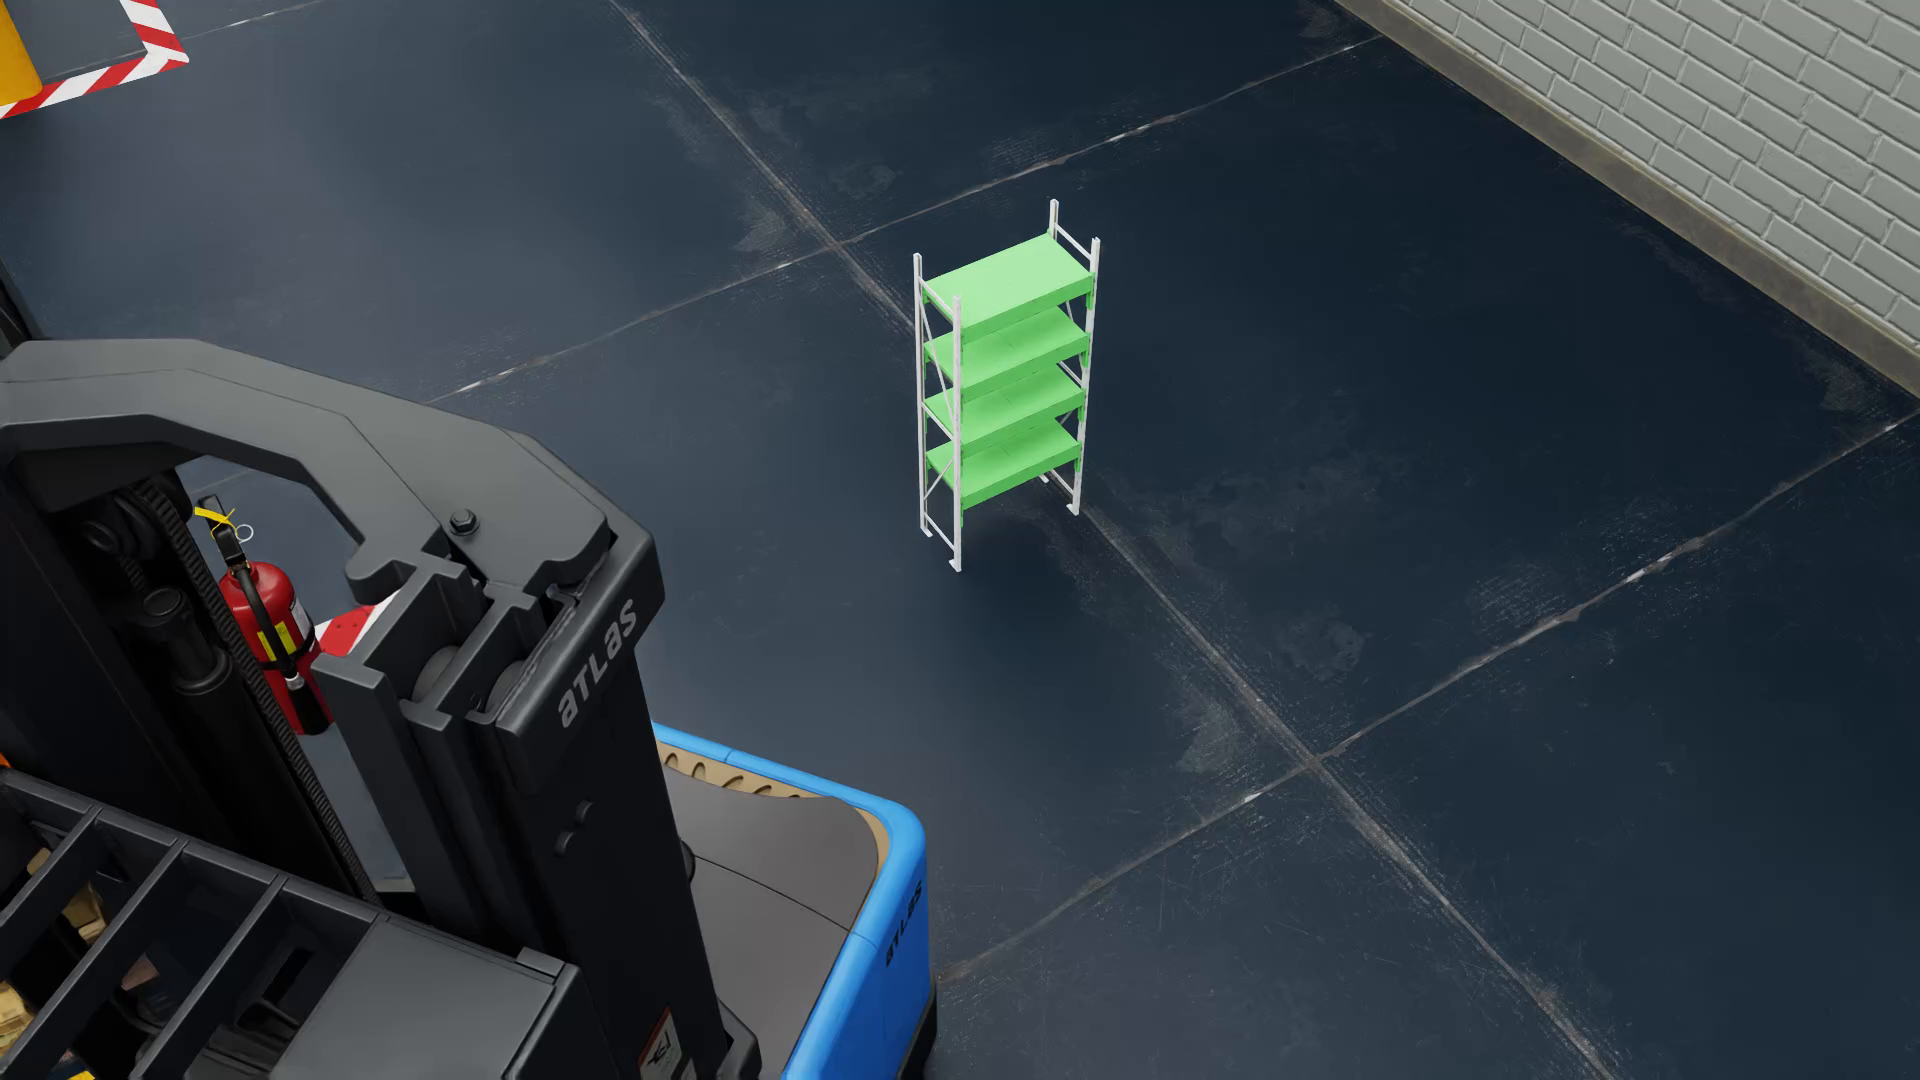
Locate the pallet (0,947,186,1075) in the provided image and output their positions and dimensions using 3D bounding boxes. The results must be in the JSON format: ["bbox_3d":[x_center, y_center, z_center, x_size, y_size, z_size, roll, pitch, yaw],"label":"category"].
[{"bbox_3d":[-2.842,1.112,4.618,1.213,0.211,1.003,-25,53,-21],"label":"pallet"}]

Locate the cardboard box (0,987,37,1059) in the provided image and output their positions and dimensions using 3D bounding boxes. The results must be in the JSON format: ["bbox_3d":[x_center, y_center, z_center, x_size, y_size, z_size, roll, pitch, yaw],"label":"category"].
[{"bbox_3d":[-2.569,1.169,4.328,0.250,0.149,0.380,-24,52,-20],"label":"cardboard box"}]

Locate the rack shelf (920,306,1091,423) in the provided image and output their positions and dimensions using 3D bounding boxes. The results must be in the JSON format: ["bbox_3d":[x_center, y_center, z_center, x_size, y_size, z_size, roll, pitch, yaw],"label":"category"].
[{"bbox_3d":[0.140,-0.582,5.229,0.480,0.148,0.258,-25,53,-21],"label":"rack shelf"}]

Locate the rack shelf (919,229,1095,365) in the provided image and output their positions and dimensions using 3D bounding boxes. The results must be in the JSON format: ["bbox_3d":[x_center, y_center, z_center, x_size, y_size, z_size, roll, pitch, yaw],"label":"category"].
[{"bbox_3d":[0.140,-0.742,5.050,0.480,0.148,0.258,-25,53,-21],"label":"rack shelf"}]

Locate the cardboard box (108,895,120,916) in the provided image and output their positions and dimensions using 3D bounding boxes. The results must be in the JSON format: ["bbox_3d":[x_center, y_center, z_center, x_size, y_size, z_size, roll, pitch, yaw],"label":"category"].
[{"bbox_3d":[-2.406,1.003,4.476,0.250,0.149,0.380,-24,53,-20],"label":"cardboard box"}]

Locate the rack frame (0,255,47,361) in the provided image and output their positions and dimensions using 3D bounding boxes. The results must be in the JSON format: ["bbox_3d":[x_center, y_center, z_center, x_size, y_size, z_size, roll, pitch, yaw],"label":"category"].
[{"bbox_3d":[-2.072,-0.147,3.872,0.127,3.000,1.000,-25,53,-21],"label":"rack frame"}]

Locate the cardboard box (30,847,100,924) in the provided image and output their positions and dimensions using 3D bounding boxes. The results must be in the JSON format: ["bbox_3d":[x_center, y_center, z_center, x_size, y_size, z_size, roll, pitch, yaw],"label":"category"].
[{"bbox_3d":[-2.384,0.835,4.228,0.250,0.149,0.380,-25,53,-20],"label":"cardboard box"}]

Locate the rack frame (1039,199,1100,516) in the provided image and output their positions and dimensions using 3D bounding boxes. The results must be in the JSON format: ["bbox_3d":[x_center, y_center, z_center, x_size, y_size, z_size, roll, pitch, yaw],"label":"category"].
[{"bbox_3d":[0.346,-0.562,5.447,0.015,1.200,0.240,-25,53,-21],"label":"rack frame"}]

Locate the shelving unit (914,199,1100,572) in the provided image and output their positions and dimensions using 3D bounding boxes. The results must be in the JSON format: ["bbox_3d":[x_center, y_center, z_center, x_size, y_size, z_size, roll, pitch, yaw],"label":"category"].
[{"bbox_3d":[0.140,-0.465,5.361,0.503,1.200,0.258,-25,53,-21],"label":"shelving unit"}]

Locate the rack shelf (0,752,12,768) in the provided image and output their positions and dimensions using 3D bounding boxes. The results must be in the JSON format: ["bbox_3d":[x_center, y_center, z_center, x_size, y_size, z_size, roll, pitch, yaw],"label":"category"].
[{"bbox_3d":[-3.763,0.889,3.431,4.000,0.370,1.077,-25,53,-21],"label":"rack shelf"}]

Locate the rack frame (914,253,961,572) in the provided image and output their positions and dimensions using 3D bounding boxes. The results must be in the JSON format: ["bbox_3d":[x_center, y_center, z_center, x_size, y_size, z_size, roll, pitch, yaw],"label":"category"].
[{"bbox_3d":[-0.066,-0.368,5.274,0.015,1.200,0.240,-25,53,-21],"label":"rack frame"}]

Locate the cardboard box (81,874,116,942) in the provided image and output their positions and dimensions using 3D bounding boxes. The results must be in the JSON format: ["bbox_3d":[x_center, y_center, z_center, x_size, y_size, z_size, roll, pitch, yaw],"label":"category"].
[{"bbox_3d":[-2.366,0.953,4.321,0.250,0.149,0.380,-27,53,-22],"label":"cardboard box"}]

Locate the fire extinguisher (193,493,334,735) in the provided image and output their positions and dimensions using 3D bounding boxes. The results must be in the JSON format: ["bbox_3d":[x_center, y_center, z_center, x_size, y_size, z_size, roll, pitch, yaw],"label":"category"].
[{"bbox_3d":[-1.612,0.194,3.870,0.183,0.674,0.296,-25,53,-21],"label":"fire extinguisher"}]

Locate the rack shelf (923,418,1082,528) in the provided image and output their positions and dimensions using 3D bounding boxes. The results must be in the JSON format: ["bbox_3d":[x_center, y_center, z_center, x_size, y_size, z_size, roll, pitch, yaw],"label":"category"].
[{"bbox_3d":[0.140,-0.263,5.588,0.480,0.148,0.258,-25,53,-21],"label":"rack shelf"}]

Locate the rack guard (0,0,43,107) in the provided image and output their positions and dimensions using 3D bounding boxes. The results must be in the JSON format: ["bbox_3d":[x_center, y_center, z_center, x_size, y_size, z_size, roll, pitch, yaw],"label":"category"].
[{"bbox_3d":[-4.612,-2.498,7.640,0.348,0.500,1.175,-25,53,-21],"label":"rack guard"}]

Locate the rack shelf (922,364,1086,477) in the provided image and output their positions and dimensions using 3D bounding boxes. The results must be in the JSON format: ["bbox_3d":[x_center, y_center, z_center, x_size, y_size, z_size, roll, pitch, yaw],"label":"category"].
[{"bbox_3d":[0.140,-0.422,5.408,0.480,0.148,0.258,-25,53,-21],"label":"rack shelf"}]

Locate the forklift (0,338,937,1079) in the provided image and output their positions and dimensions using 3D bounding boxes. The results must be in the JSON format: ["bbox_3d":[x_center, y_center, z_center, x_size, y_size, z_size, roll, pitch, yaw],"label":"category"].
[{"bbox_3d":[-1.064,1.257,2.668,1.130,2.935,3.031,16,50,14],"label":"forklift"}]

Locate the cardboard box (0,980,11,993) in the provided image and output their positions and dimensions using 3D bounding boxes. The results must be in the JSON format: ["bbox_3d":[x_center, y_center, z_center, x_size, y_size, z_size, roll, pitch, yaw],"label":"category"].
[{"bbox_3d":[-2.616,1.023,4.259,0.250,0.149,0.380,-26,53,-22],"label":"cardboard box"}]
